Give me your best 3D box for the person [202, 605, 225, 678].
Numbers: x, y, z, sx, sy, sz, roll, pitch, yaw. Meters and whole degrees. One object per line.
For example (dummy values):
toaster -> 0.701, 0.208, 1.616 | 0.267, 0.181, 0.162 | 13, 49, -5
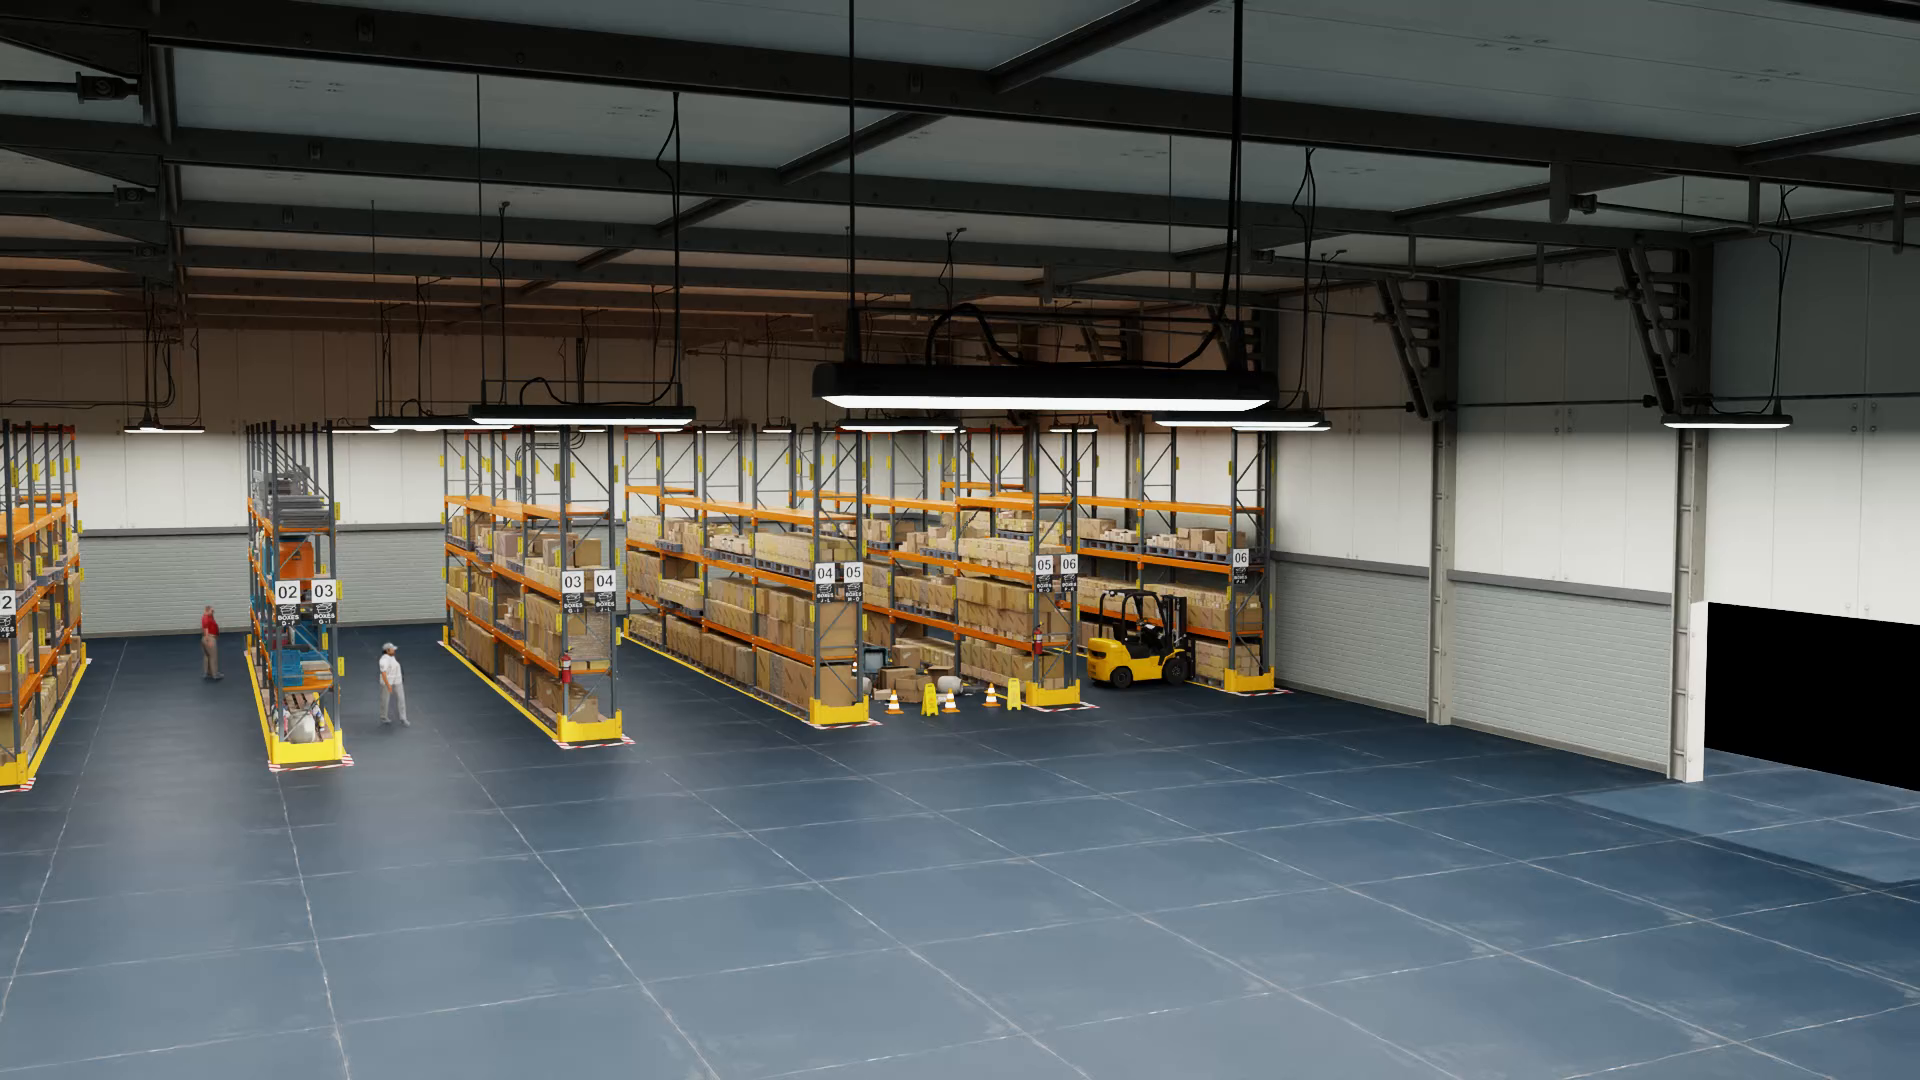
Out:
person -> -17.636, 2.401, 39.250 | 0.454, 1.721, 0.613 | -2, 4, -29

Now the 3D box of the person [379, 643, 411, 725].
person -> -11.239, 2.840, 32.914 | 0.478, 1.607, 0.975 | -2, 4, -34
